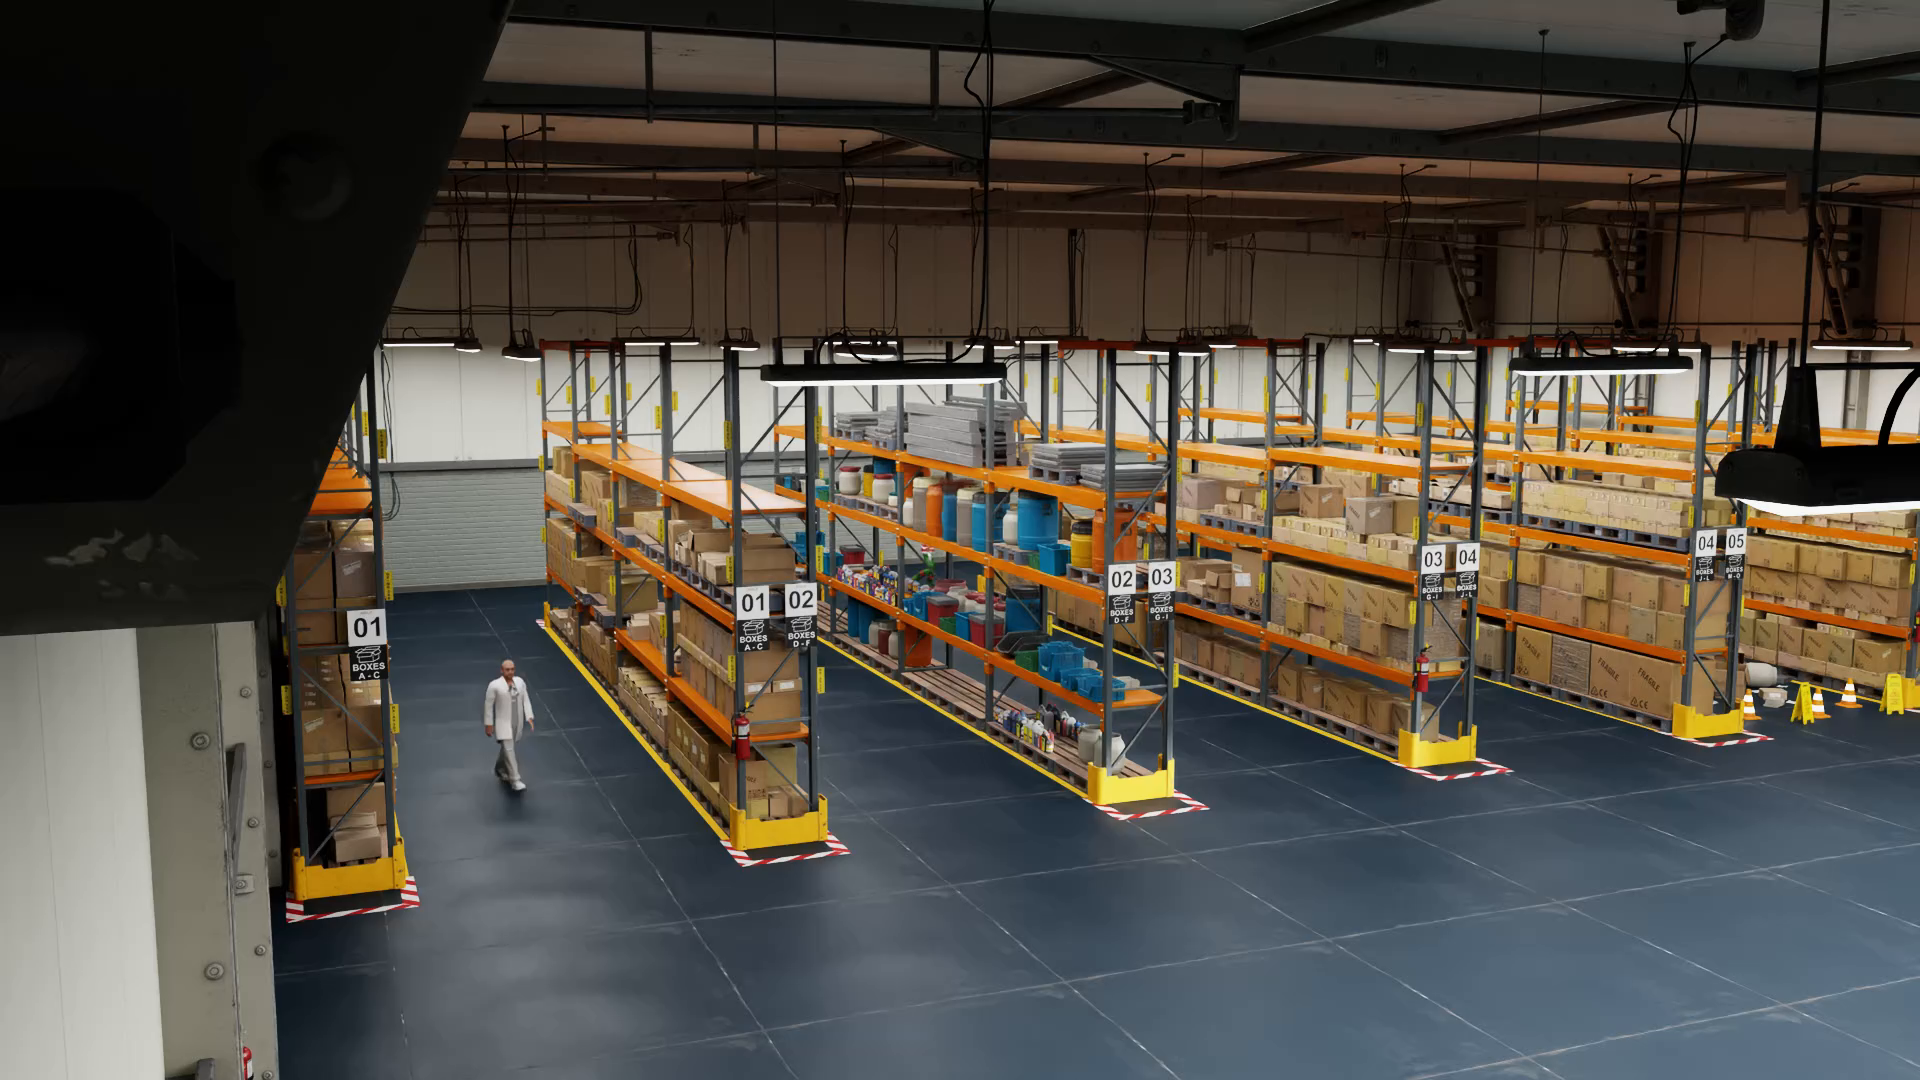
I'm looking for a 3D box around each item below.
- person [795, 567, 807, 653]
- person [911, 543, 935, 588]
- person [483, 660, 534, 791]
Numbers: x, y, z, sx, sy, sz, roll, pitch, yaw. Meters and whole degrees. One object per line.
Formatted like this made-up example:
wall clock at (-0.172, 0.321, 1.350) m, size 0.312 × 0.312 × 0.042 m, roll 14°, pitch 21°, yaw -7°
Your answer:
person at (-3.001, 1.365, 31.798) m, size 0.514 × 1.674 × 0.517 m, roll 4°, pitch 9°, yaw 30°
person at (-0.816, 0.318, 39.440) m, size 0.703 × 1.779 × 0.612 m, roll -1°, pitch 7°, yaw -4°
person at (-6.118, 2.501, 22.723) m, size 1.105 × 1.729 × 0.600 m, roll 6°, pitch 10°, yaw 39°
